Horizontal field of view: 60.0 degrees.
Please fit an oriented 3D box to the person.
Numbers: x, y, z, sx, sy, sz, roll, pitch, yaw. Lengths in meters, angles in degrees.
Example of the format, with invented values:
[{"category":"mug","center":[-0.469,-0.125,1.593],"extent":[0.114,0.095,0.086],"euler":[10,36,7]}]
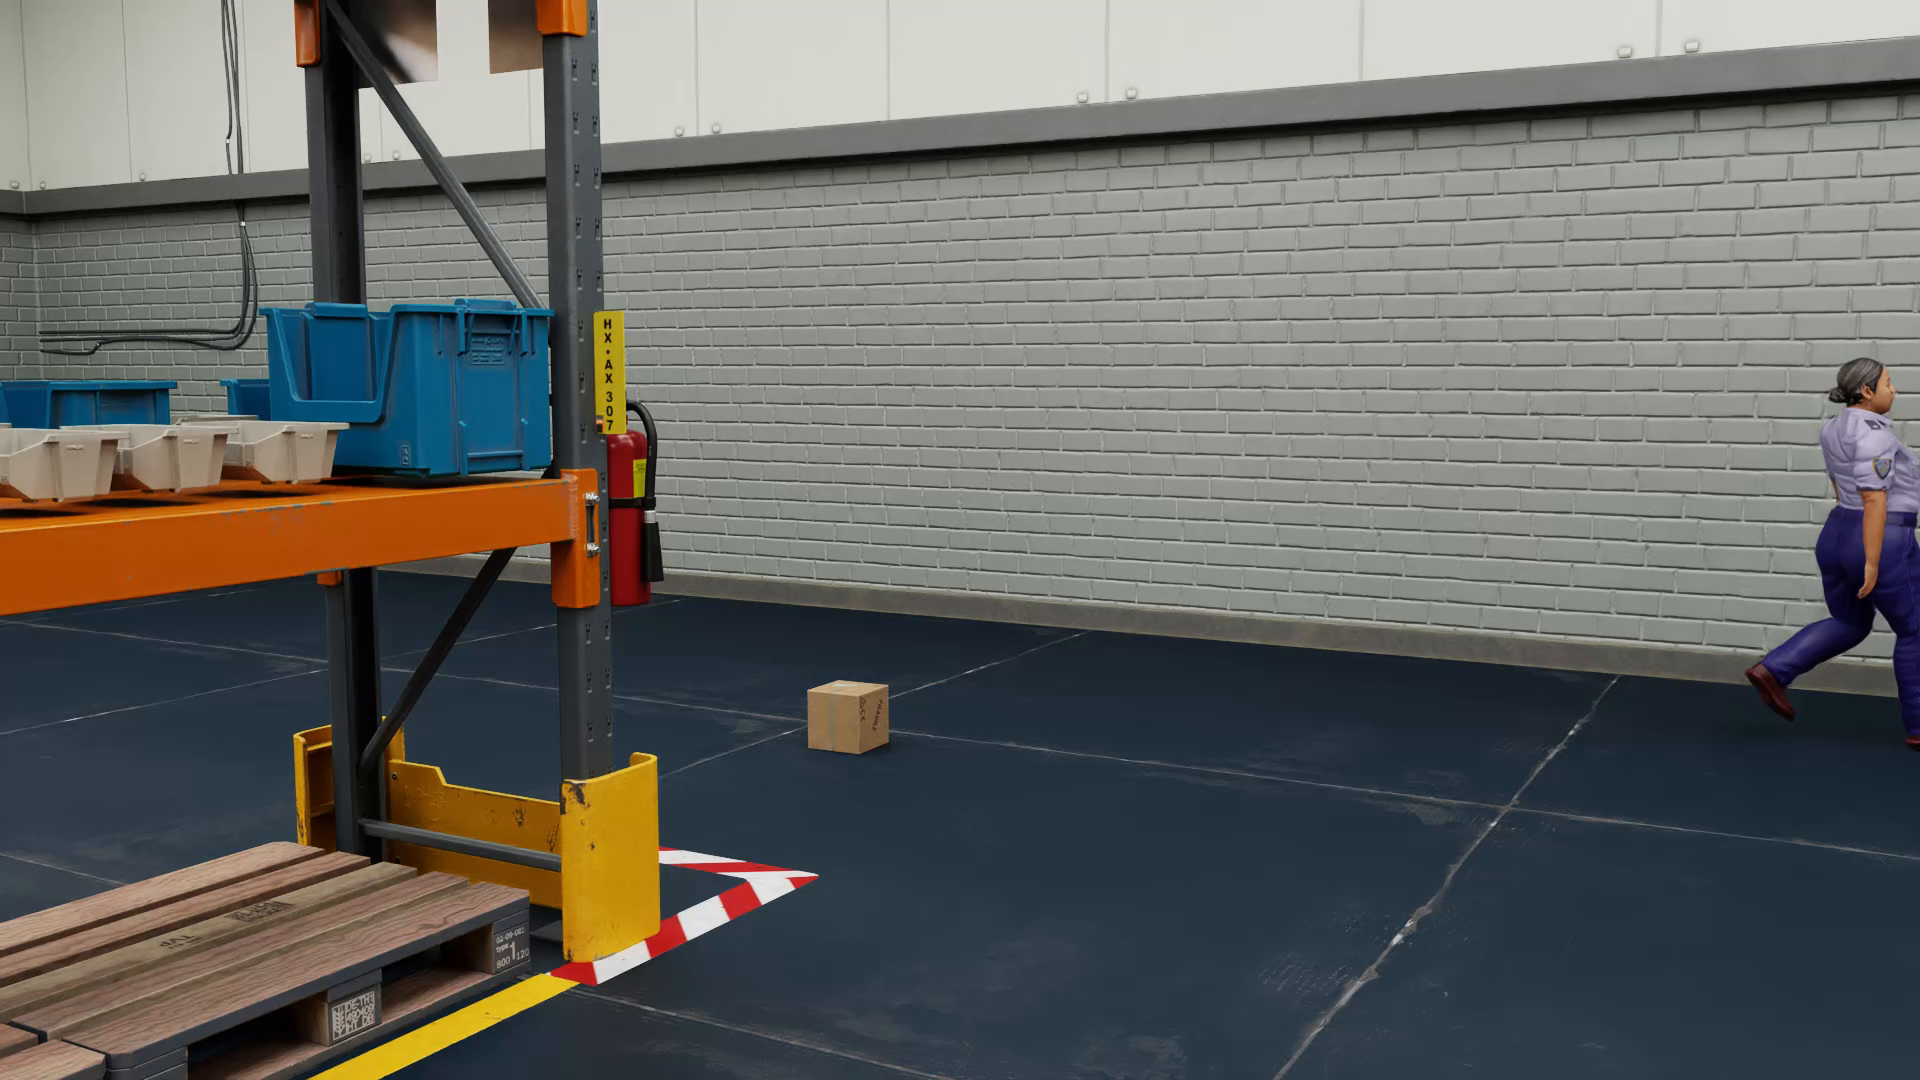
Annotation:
[{"category":"person","center":[3.832,0.044,6.988],"extent":[0.837,1.614,0.498],"euler":[0,6,-2]}]
